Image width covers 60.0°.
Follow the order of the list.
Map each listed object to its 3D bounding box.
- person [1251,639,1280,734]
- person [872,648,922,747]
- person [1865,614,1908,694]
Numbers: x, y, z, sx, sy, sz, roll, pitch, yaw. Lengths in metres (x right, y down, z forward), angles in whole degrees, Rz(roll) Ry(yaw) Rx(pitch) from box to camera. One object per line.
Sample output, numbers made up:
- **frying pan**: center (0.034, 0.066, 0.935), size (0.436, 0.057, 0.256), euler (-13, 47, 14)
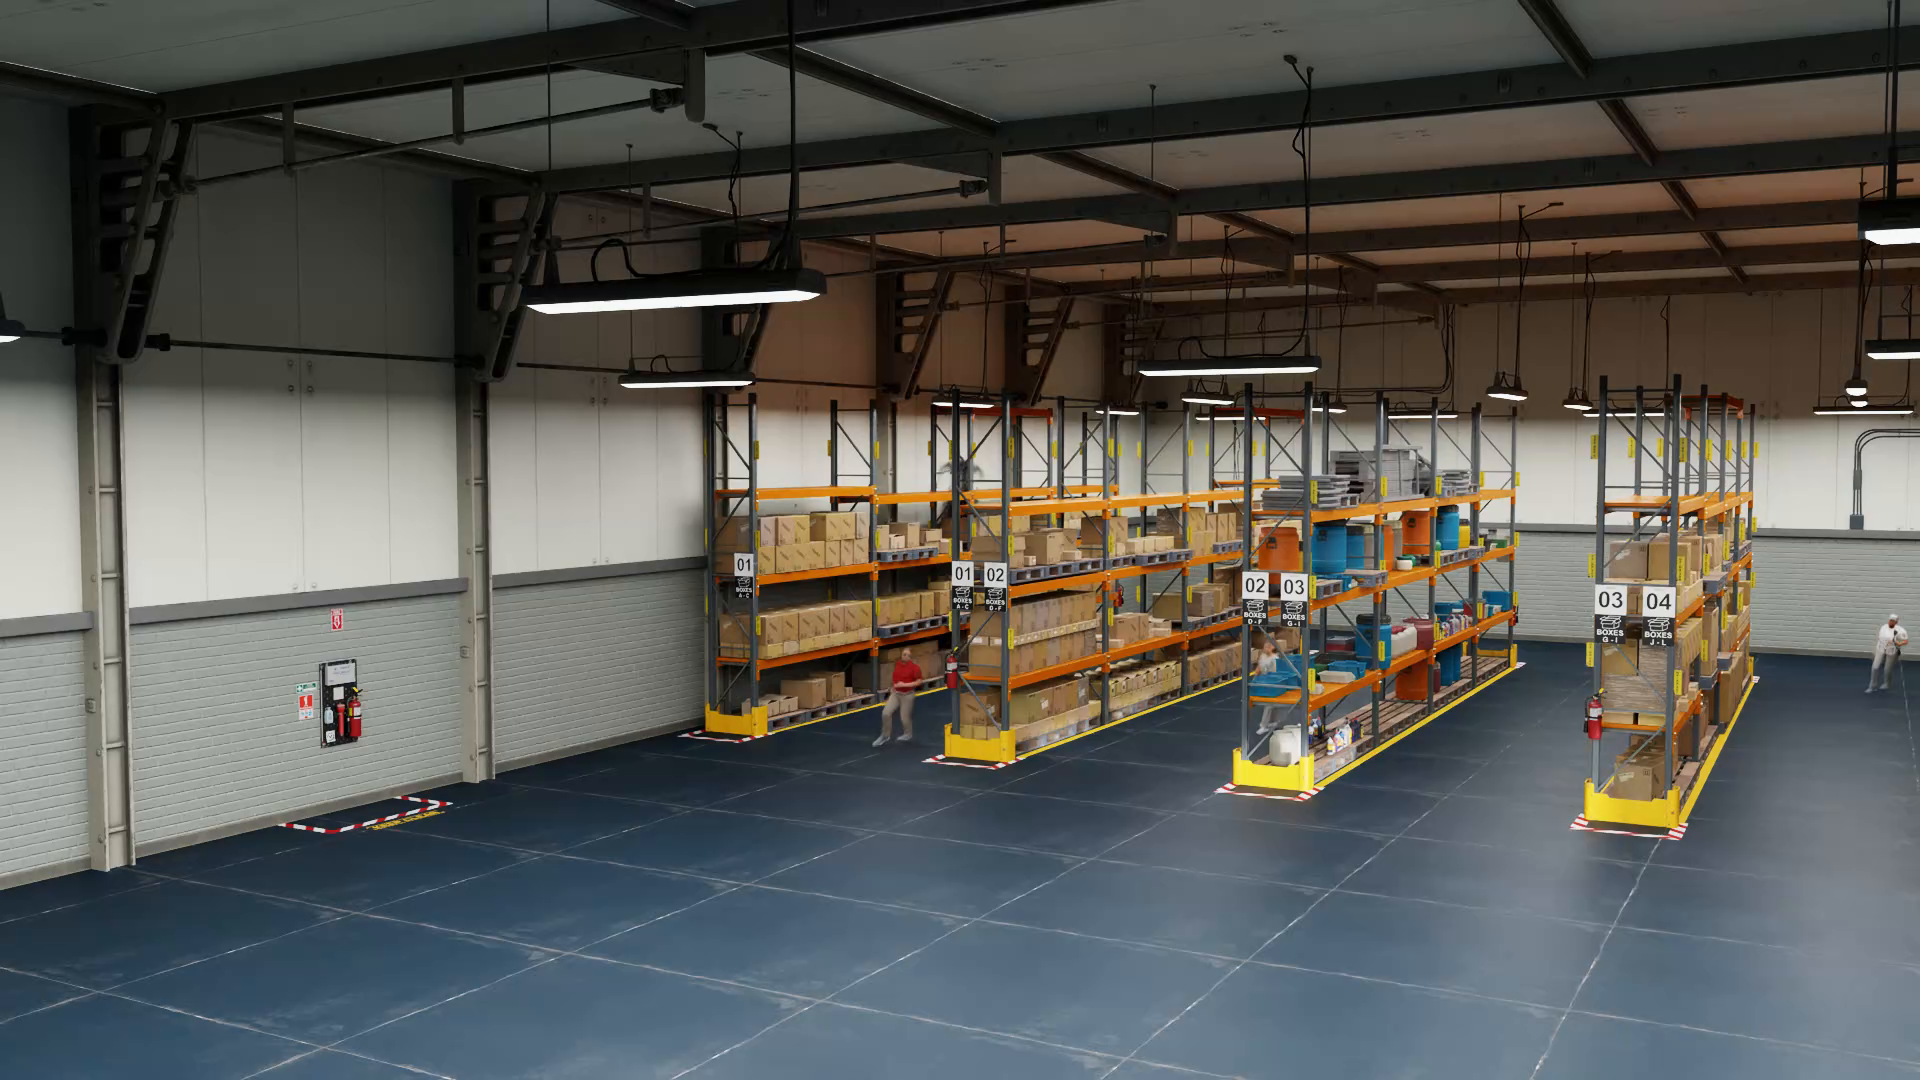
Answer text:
- **person**: center (5.469, 2.581, 29.618), size (0.761, 1.662, 0.611), euler (-2, 3, -28)
- **person**: center (-0.962, 2.646, 28.154), size (0.846, 1.692, 0.725), euler (2, 4, 30)
- **person**: center (19.157, 2.344, 34.261), size (0.852, 1.653, 0.672), euler (-3, 4, -44)
